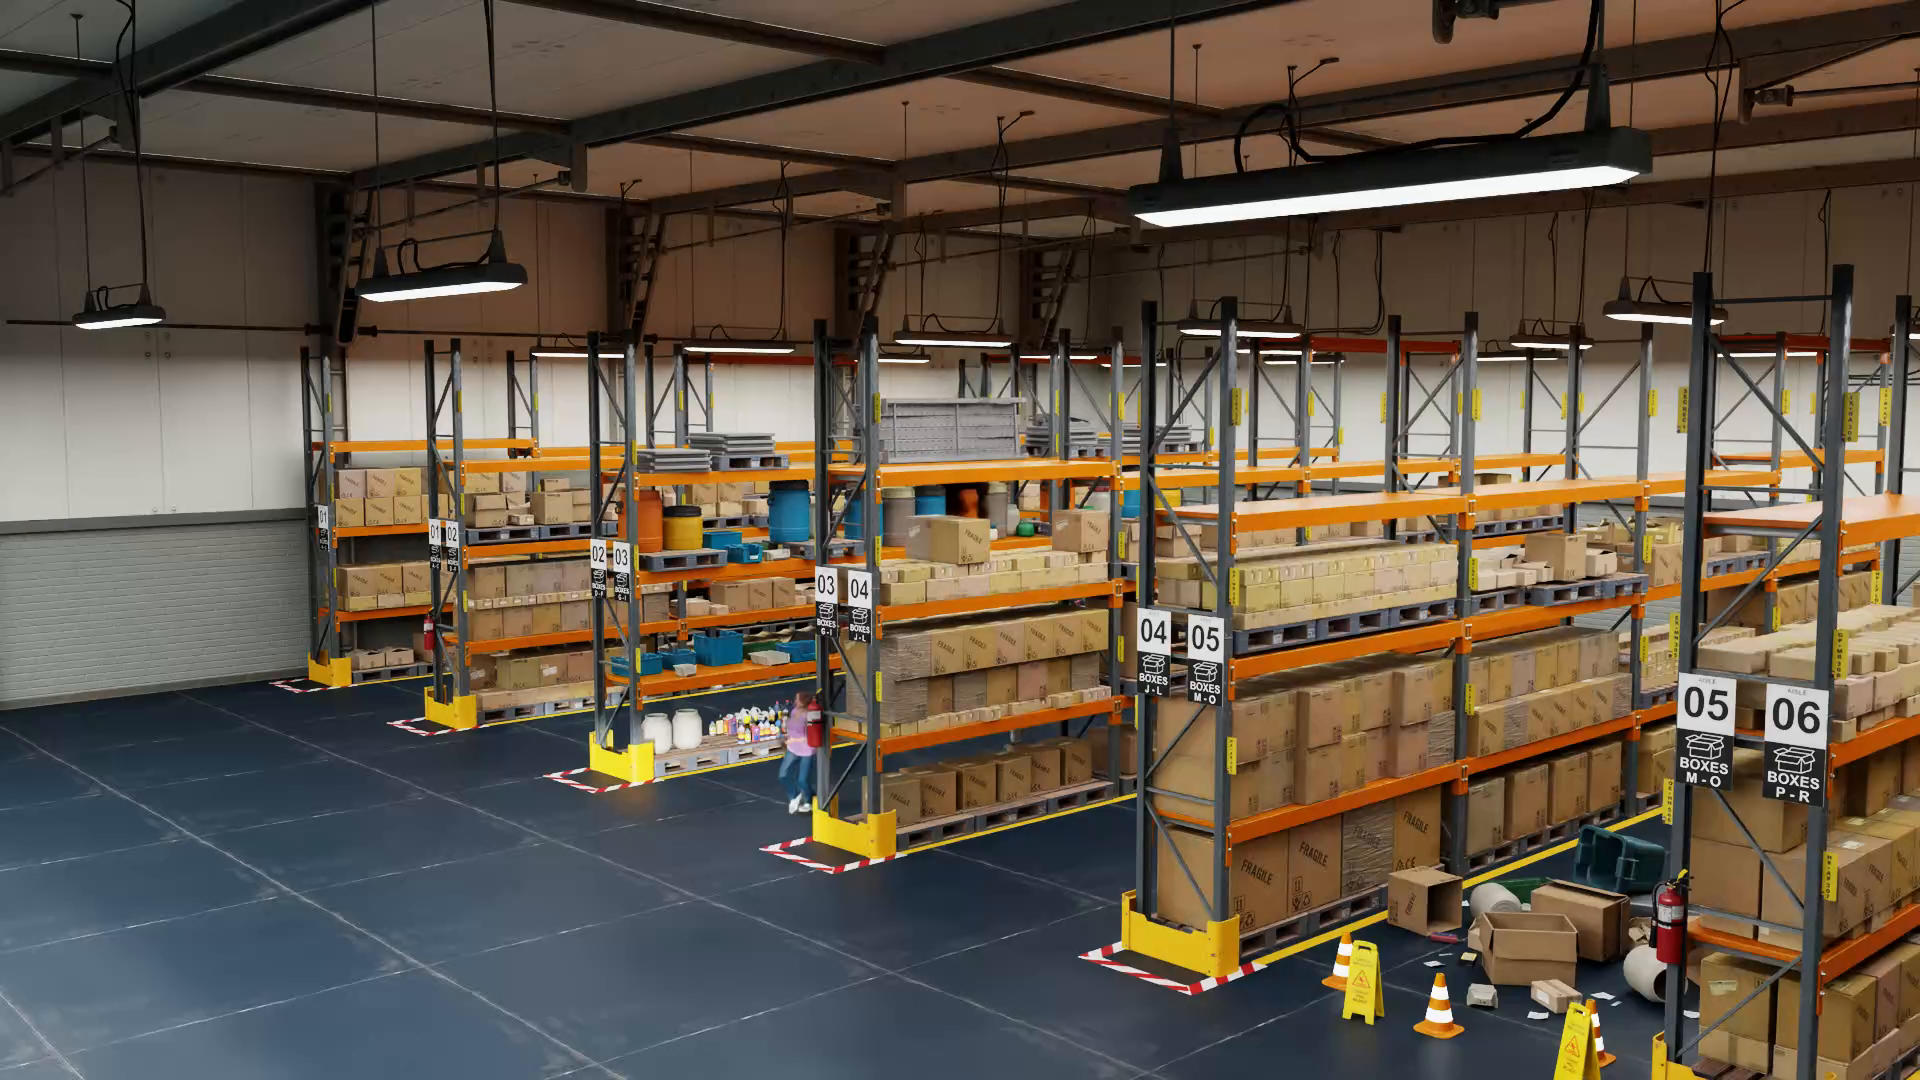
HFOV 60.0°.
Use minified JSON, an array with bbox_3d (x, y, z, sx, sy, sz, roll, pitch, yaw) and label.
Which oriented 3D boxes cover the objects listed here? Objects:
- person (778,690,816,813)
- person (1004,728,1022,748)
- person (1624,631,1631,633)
[{"bbox_3d":[-1.946,2.594,20.314,0.513,1.553,0.622,4,6,37],"label":"person"},{"bbox_3d":[0.760,2.002,22.836,0.664,1.723,0.601,4,7,40],"label":"person"},{"bbox_3d":[10.068,2.152,24.955,0.754,1.599,0.637,-5,7,-43],"label":"person"}]
